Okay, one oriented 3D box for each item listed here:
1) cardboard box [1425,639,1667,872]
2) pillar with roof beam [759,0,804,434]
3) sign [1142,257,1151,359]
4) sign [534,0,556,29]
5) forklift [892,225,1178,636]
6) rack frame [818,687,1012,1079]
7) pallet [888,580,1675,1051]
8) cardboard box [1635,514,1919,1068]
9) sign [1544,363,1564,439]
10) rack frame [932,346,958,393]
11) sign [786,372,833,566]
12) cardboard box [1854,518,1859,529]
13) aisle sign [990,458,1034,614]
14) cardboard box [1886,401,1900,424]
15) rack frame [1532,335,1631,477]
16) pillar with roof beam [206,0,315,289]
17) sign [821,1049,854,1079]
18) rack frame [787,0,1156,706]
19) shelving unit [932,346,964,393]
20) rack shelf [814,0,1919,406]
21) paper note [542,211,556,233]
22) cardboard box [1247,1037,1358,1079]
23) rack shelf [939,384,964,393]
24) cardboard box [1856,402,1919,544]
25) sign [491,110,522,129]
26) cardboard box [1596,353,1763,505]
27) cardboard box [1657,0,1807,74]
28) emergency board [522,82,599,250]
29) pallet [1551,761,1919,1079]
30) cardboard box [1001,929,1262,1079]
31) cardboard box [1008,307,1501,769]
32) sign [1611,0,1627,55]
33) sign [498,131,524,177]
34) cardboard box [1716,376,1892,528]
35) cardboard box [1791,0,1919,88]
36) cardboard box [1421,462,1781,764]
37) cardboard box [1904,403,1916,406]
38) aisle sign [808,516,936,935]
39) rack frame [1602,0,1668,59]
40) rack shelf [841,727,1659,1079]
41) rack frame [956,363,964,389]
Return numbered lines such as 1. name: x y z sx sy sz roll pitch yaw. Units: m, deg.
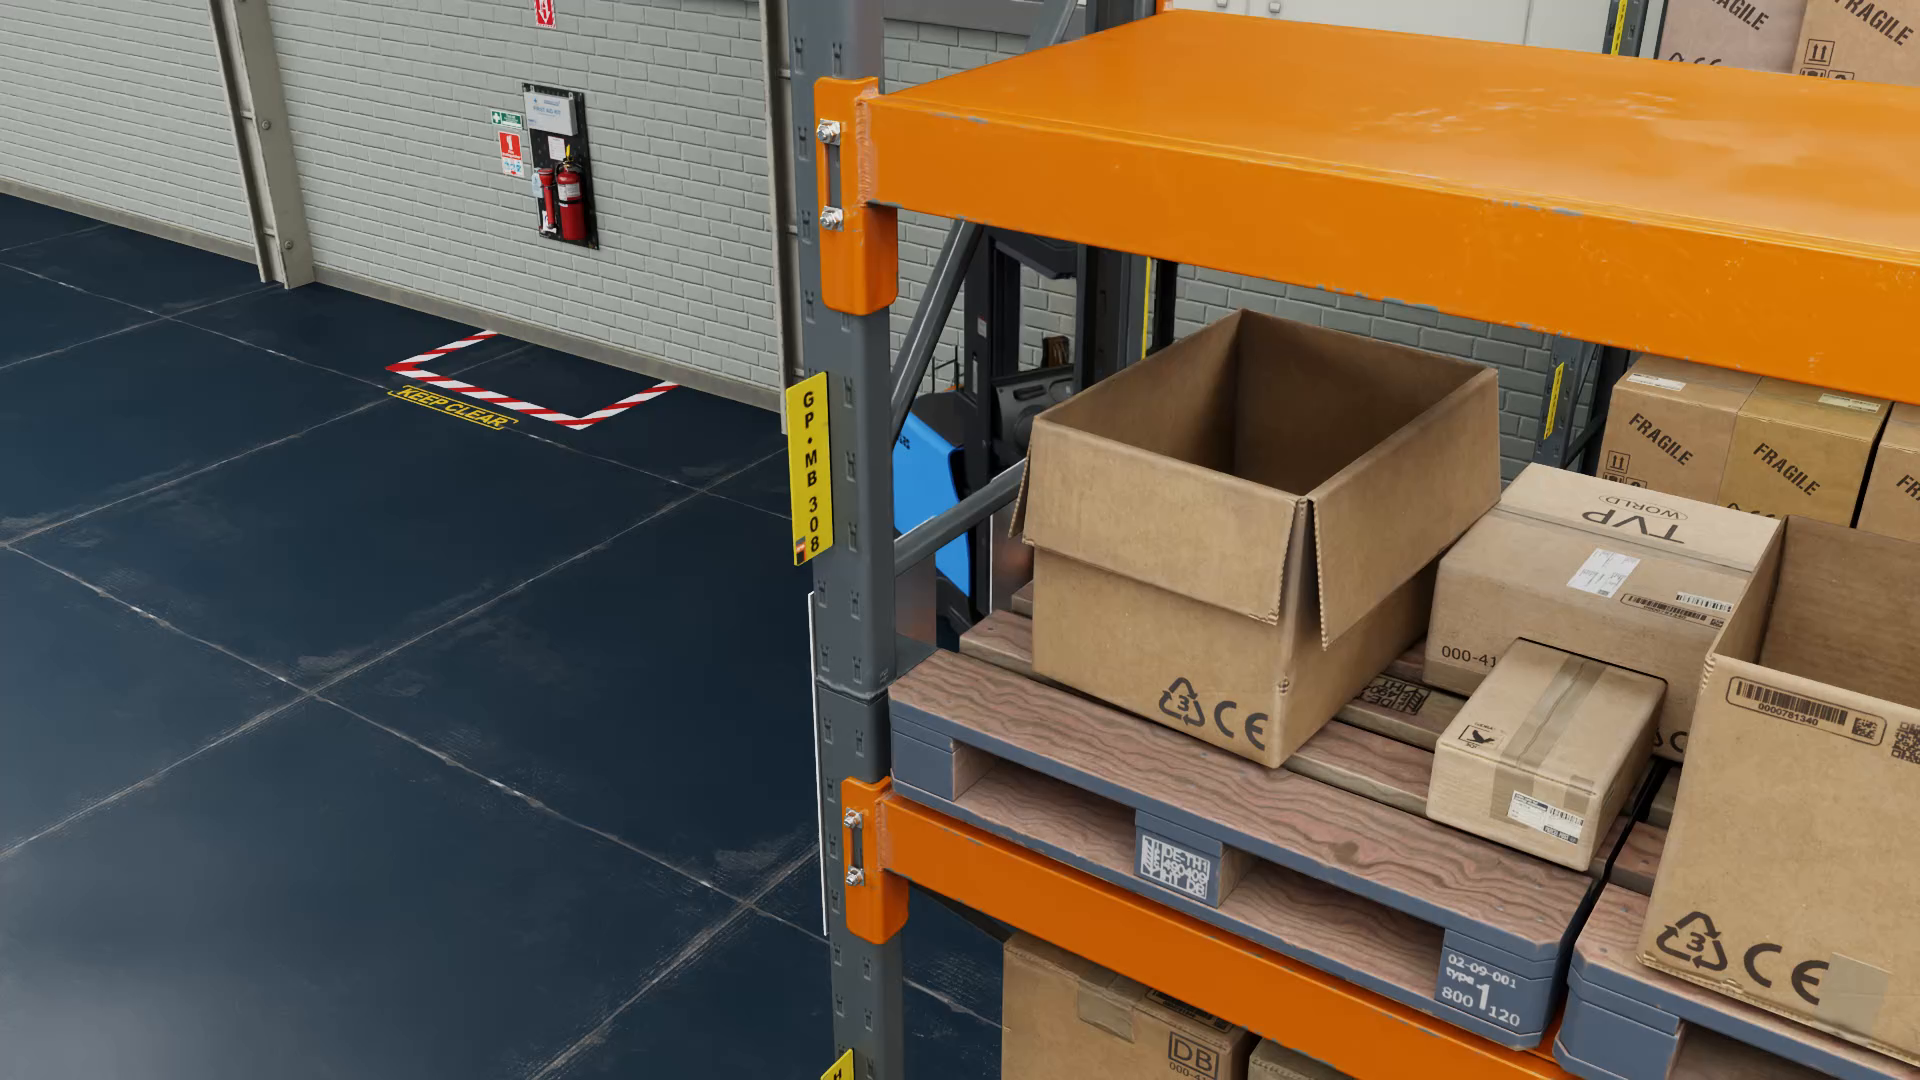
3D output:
1. cardboard box: 0.935 0.331 2.645 0.250 0.149 0.380 17 32 30
2. pillar with roof beam: -3.449 -3.164 6.546 0.400 9.000 9.100 17 32 30
3. sign: 0.384 -0.458 3.646 0.005 0.325 0.100 17 32 30
4. sign: -2.978 -3.821 11.895 0.199 0.298 0.001 17 32 30
5. forklift: 0.706 -0.641 8.278 1.130 2.935 3.031 -13 30 -24
6. rack frame: 0.065 1.438 4.118 0.127 3.000 1.000 17 32 30
7. pallet: 0.634 0.331 3.082 1.213 0.211 1.003 17 32 30
8. cardboard box: 1.280 0.335 2.249 0.500 0.500 0.500 17 32 30
9. sign: 2.560 -0.598 7.164 0.005 0.325 0.100 17 32 30
10. rack frame: -0.089 -0.576 10.058 0.006 1.200 0.240 20 33 33
11. sign: -0.254 -0.118 2.817 0.005 0.325 0.100 17 32 30
12. cardboard box: 3.526 0.015 7.058 0.500 0.250 0.500 16 31 29
13. aisle sign: 0.178 0.152 3.777 0.004 0.787 0.394 17 32 30
14. cardboard box: 3.785 -0.517 7.276 0.500 0.500 0.500 18 32 31
15. rack frame: 2.867 -0.415 7.759 0.127 3.000 1.000 17 32 30
16. pillar with roof beam: -8.395 -4.705 9.573 0.400 9.000 9.100 17 32 30
17. sign: -0.254 1.222 3.499 0.005 0.325 0.100 17 32 30
18. rack frame: 0.065 -1.236 2.757 0.127 3.000 1.000 17 32 30
19. shelving unit: -0.017 -0.550 10.007 0.189 1.200 0.258 20 33 33
20. rack shelf: 1.714 -0.224 2.002 4.000 0.370 1.077 17 32 30
21. paper note: -3.134 -2.427 12.684 0.142 0.148 0.016 17 32 30
22. cardboard box: 0.923 1.086 3.268 0.500 0.500 0.700 16 31 29
23. rack shelf: -0.017 -0.831 9.865 0.180 0.103 0.258 20 33 33
24. cardboard box: 3.914 -0.191 6.635 0.500 0.500 0.500 16 31 29
25. sign: -3.426 -3.177 12.561 0.331 0.109 0.001 17 32 30
26. cardboard box: 3.090 -0.457 7.157 0.500 0.500 0.500 17 32 30
27. cardboard box: 3.047 -2.062 6.452 0.500 0.500 0.500 15 31 27
28. emergency board: -3.027 -2.749 12.344 0.643 1.169 0.194 17 32 30
29. pallet: 1.643 0.644 2.467 1.213 0.211 1.003 17 32 30
30. cardboard box: 0.487 0.953 3.530 0.500 0.500 0.700 17 32 30
31. cardboard box: 0.537 -0.046 2.994 0.637 0.503 0.797 20 33 34
32. sign: 2.560 -1.939 6.482 0.005 0.325 0.100 17 32 30
33. sign: -3.425 -2.945 12.691 0.234 0.329 0.001 17 32 30
34. cardboard box: 3.492 -0.326 6.900 0.500 0.500 0.500 17 32 30
35. cardboard box: 3.432 -1.914 6.162 0.500 0.500 0.500 17 31 30
36. cardboard box: 1.164 0.115 2.957 0.500 0.250 0.500 17 32 30
37. cardboard box: 4.214 -0.386 7.018 0.500 0.500 0.500 16 31 29
38. aisle sign: -0.162 0.377 3.337 0.004 0.787 0.394 17 32 30
39. rack frame: 2.867 -3.089 6.398 0.127 3.000 1.000 17 32 30
40. rack shelf: 1.714 0.935 2.592 4.000 0.370 1.077 17 32 30
41. rack frame: 0.055 -0.524 9.957 0.006 1.200 0.240 20 33 33
